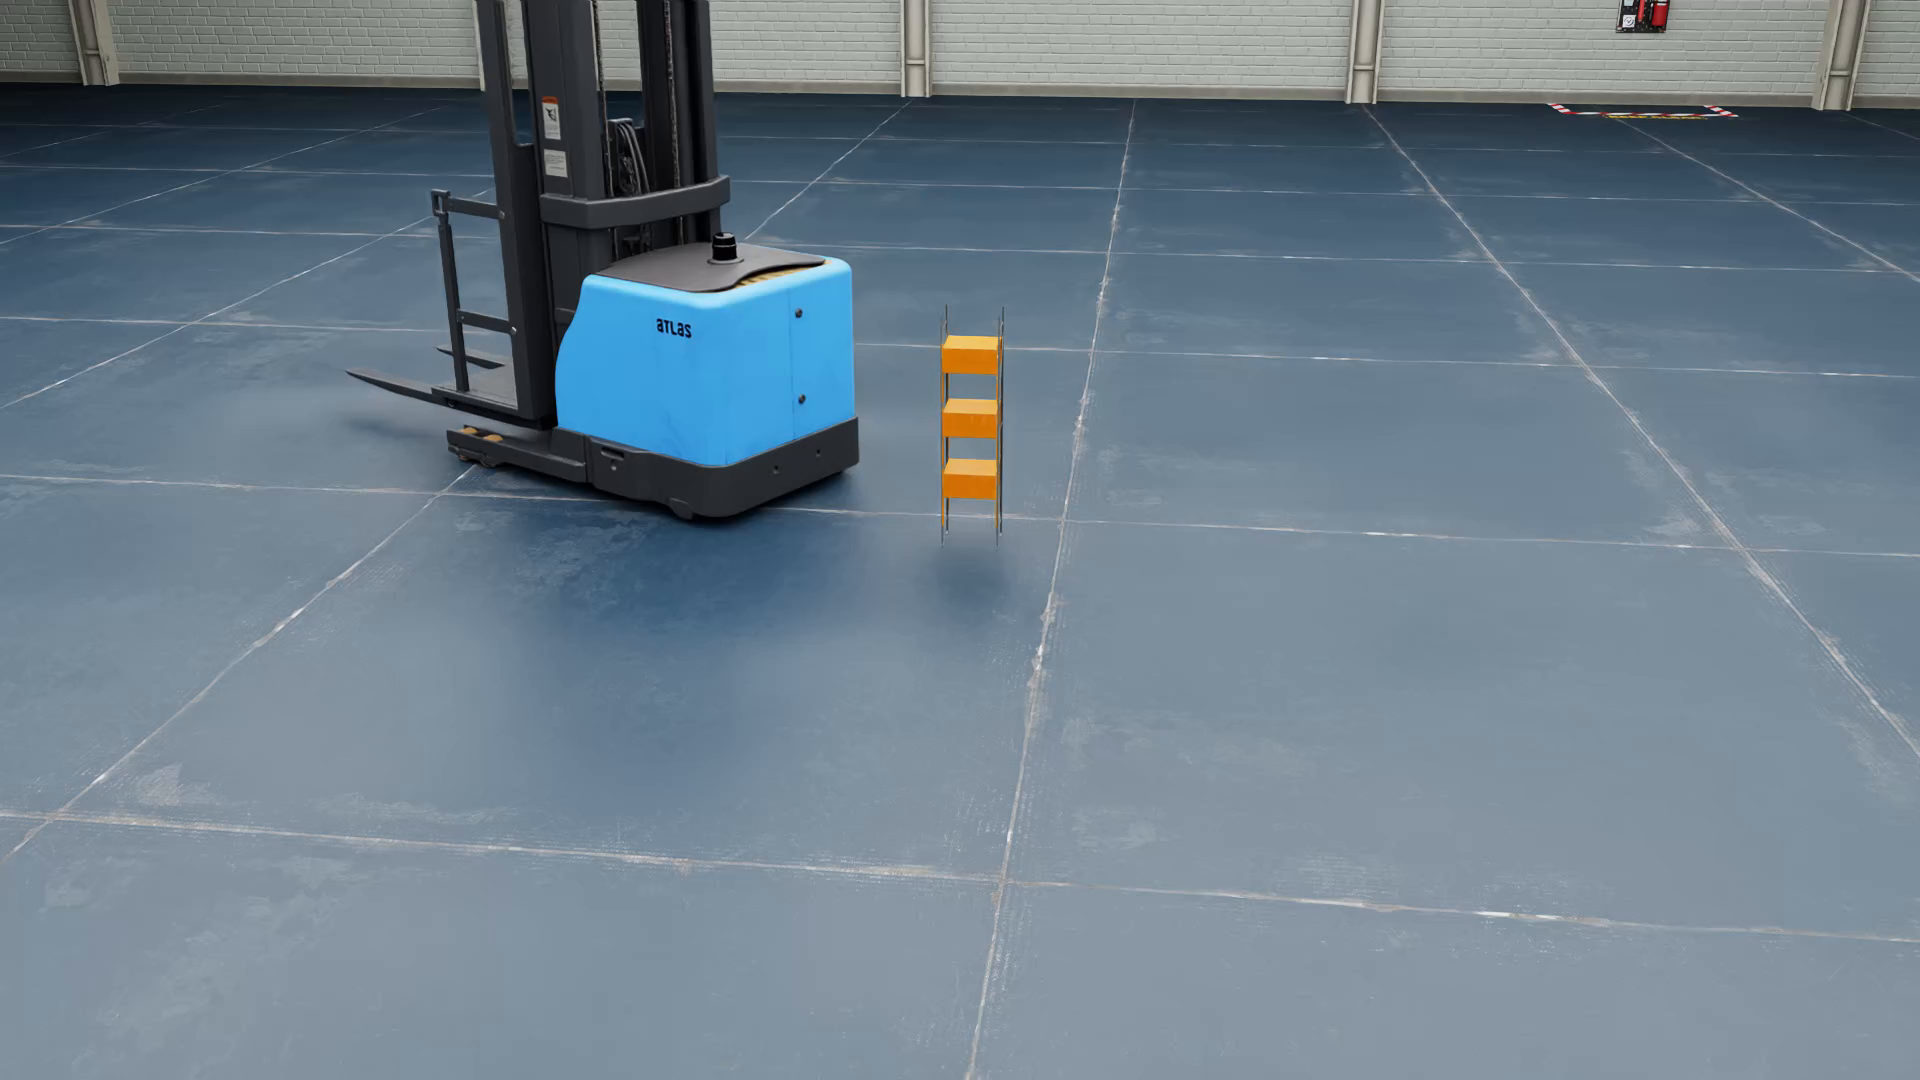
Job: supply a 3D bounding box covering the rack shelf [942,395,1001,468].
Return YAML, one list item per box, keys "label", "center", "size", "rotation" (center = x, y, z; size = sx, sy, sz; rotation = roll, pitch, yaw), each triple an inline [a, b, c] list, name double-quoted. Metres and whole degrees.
- label: "rack shelf"
  center: [0.053, -0.476, 7.245]
  size: [0.240, 0.259, 0.215]
  rotation: [2, 22, 6]

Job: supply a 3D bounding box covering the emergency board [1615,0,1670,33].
- label: "emergency board"
  center: [8.871, -7.126, 21.385]
  size: [0.643, 1.169, 0.194]
  rotation: [2, 22, 6]

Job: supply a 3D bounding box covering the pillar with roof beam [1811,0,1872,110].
- label: "pillar with roof beam"
  center: [10.814, -8.224, 16.001]
  size: [0.400, 9.000, 9.100]
  rotation: [2, 22, 6]

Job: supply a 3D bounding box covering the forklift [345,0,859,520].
- label: "forklift"
  center: [-1.989, -1.866, 8.173]
  size: [3.031, 2.935, 1.130]
  rotation: [15, 26, 33]

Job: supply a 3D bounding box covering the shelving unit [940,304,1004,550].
- label: "shelving unit"
  center: [0.053, -0.486, 7.241]
  size: [0.252, 1.050, 0.215]
  rotation: [2, 22, 6]

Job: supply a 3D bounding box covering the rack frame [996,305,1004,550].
- label: "rack frame"
  center: [0.174, -0.481, 7.228]
  size: [0.008, 1.050, 0.200]
  rotation: [2, 22, 6]

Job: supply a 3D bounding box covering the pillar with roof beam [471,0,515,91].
- label: "pillar with roof beam"
  center: [-7.061, -9.002, 17.971]
  size: [0.400, 9.000, 9.100]
  rotation: [2, 22, 6]

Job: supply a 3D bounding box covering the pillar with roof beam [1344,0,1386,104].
- label: "pillar with roof beam"
  center: [4.855, -8.483, 16.658]
  size: [0.400, 9.000, 9.100]
  rotation: [2, 22, 6]

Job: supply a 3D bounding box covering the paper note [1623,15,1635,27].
- label: "paper note"
  center: [8.703, -6.750, 21.630]
  size: [0.142, 0.148, 0.016]
  rotation: [2, 22, 6]

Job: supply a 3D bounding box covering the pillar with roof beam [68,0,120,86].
- label: "pillar with roof beam"
  center: [-13.020, -9.262, 18.628]
  size: [0.400, 9.000, 9.100]
  rotation: [2, 22, 6]

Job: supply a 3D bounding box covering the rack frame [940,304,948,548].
- label: "rack frame"
  center: [-0.068, -0.491, 7.254]
  size: [0.008, 1.050, 0.200]
  rotation: [2, 22, 6]

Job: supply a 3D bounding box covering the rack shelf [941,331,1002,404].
- label: "rack shelf"
  center: [0.053, -0.740, 7.141]
  size: [0.240, 0.259, 0.215]
  rotation: [2, 22, 6]

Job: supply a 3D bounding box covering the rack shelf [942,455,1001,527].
- label: "rack shelf"
  center: [0.053, -0.218, 7.347]
  size: [0.240, 0.259, 0.215]
  rotation: [2, 22, 6]

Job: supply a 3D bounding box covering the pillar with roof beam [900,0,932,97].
- label: "pillar with roof beam"
  center: [-1.103, -8.743, 17.314]
  size: [0.400, 9.000, 9.100]
  rotation: [2, 22, 6]
